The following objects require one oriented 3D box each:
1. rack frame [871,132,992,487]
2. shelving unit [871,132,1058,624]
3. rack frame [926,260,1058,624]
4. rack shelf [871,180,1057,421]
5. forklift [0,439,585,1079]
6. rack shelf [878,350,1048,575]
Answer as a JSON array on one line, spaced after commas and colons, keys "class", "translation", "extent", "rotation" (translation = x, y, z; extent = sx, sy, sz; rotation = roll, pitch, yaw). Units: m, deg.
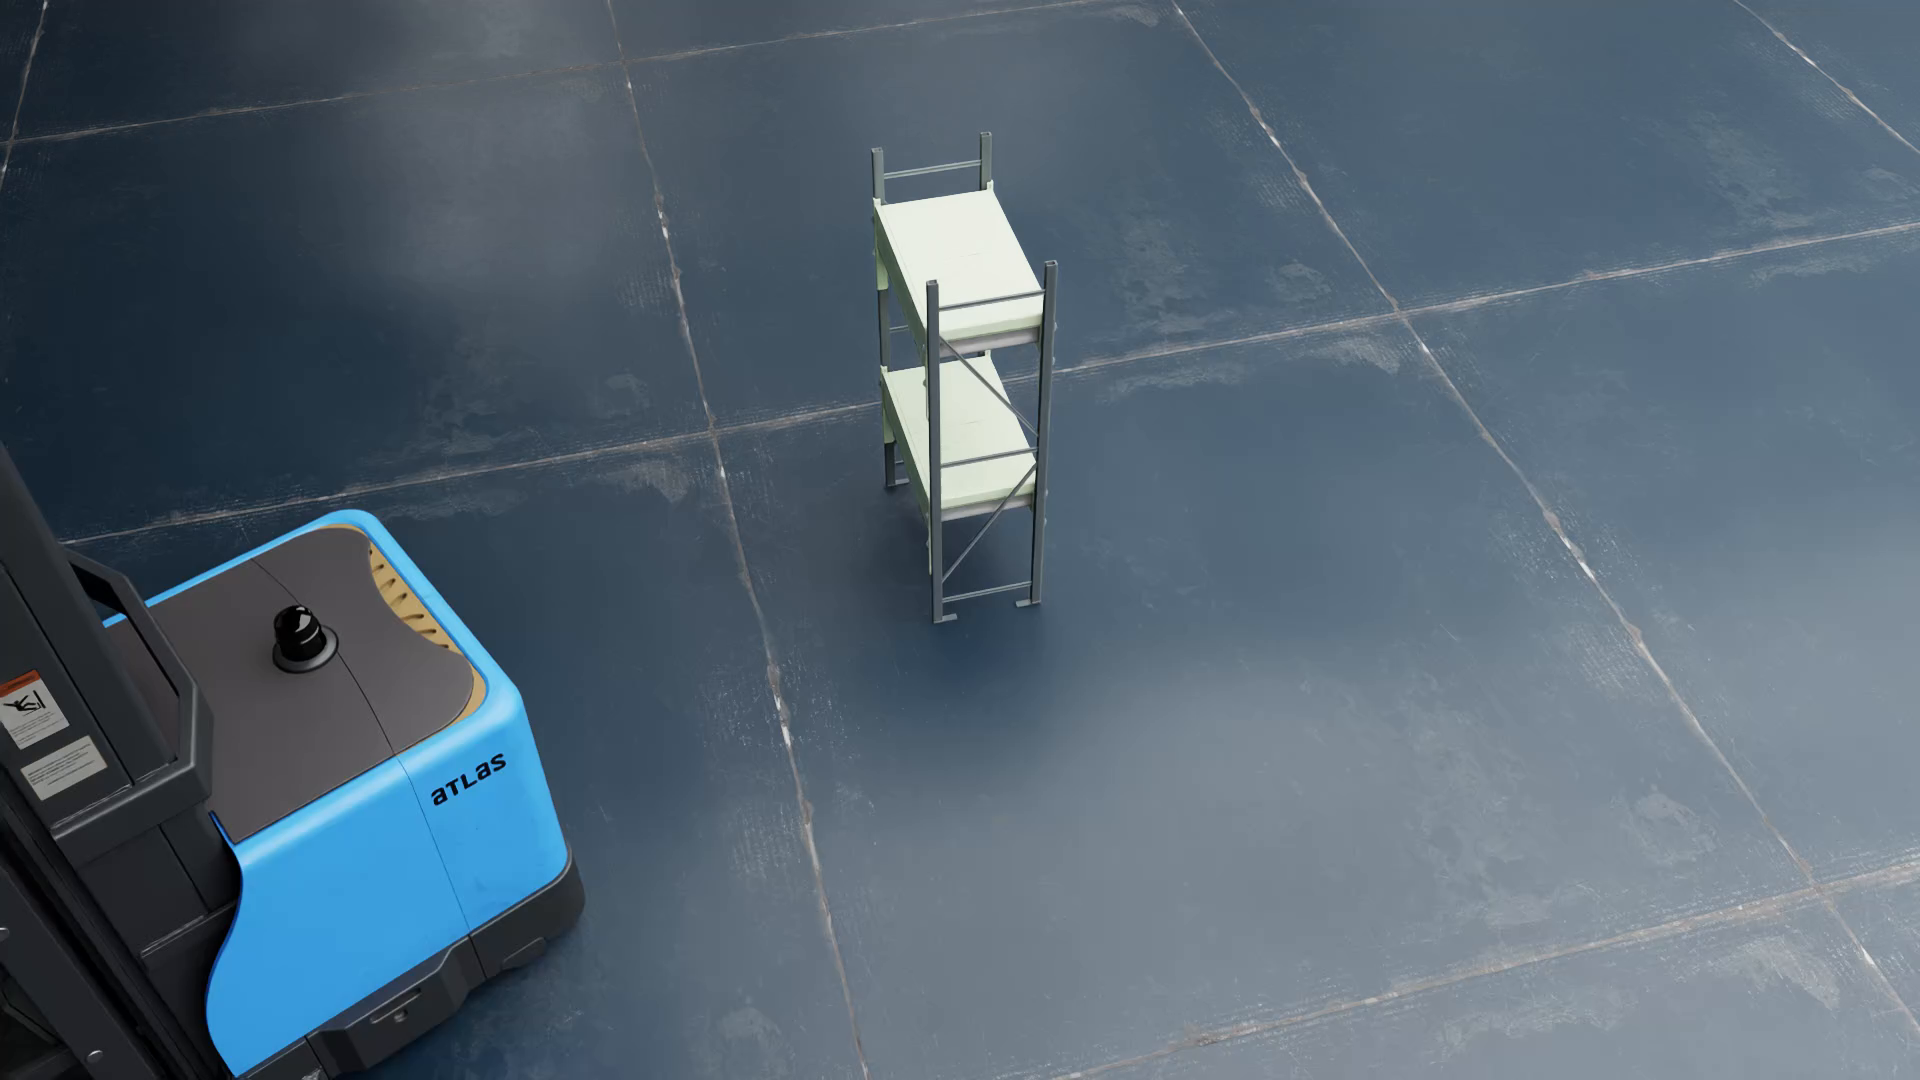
[{"class": "rack frame", "translation": [-0.092, -0.773, 5.957], "extent": [0.400, 1.500, 0.023], "rotation": [-11, 47, -10]}, {"class": "shelving unit", "translation": [0.002, -0.520, 5.710], "extent": [0.431, 1.500, 0.755], "rotation": [-11, 47, -10]}, {"class": "rack frame", "translation": [0.095, -0.268, 5.462], "extent": [0.400, 1.500, 0.023], "rotation": [-11, 47, -10]}, {"class": "rack shelf", "translation": [0.002, -0.793, 5.431], "extent": [0.431, 0.370, 0.720], "rotation": [-11, 47, -10]}, {"class": "forklift", "translation": [-2.599, 0.546, 3.663], "extent": [3.031, 2.935, 1.130], "rotation": [-31, 53, -27]}, {"class": "rack shelf", "translation": [0.002, -0.292, 5.943], "extent": [0.431, 0.370, 0.720], "rotation": [-11, 47, -10]}]
